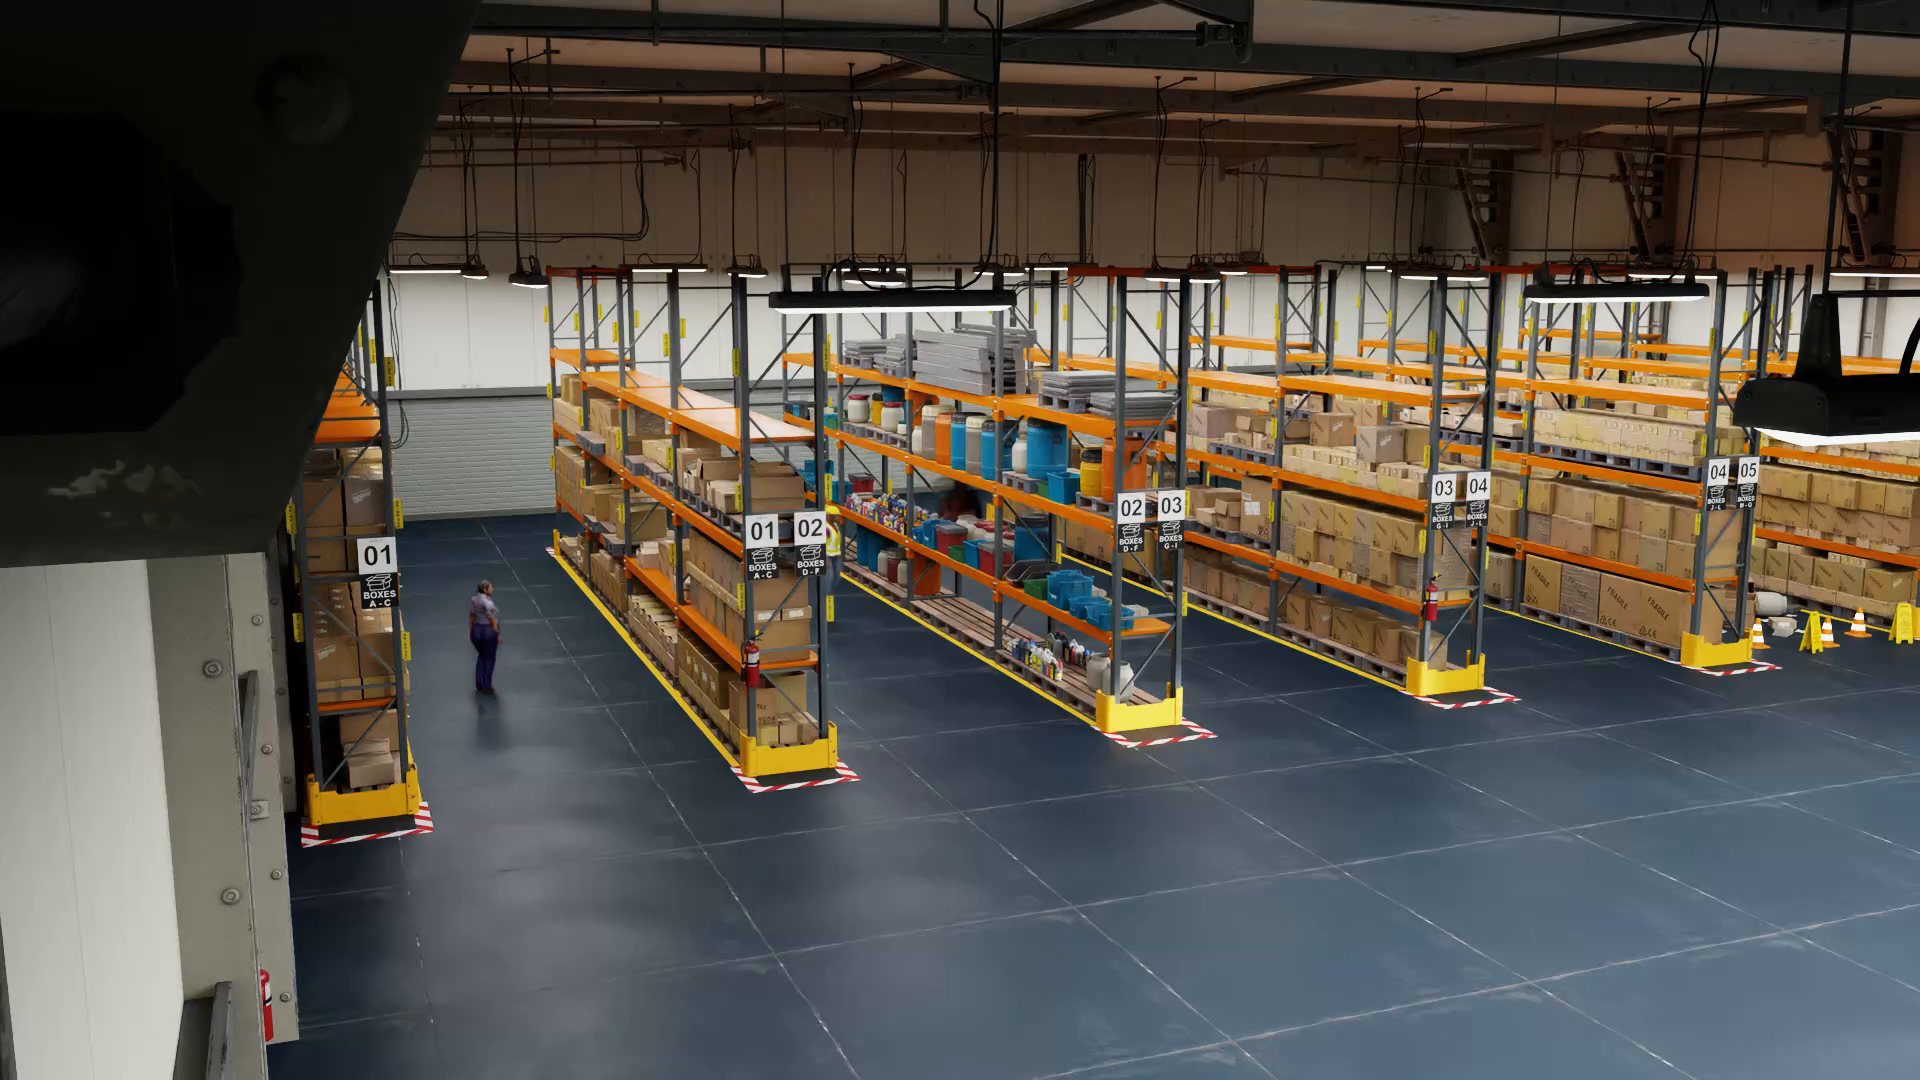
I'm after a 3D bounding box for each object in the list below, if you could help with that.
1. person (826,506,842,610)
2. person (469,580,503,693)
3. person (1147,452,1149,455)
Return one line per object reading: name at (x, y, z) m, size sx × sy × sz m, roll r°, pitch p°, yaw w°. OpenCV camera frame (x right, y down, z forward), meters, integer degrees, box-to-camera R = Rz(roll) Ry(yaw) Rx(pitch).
person at (-2.228, 0.315, 28.222) m, size 0.536 × 1.819 × 0.615 m, roll 8°, pitch 13°, yaw 38°
person at (-6.831, 1.392, 23.963) m, size 0.503 × 1.684 × 0.466 m, roll 3°, pitch 10°, yaw 15°
person at (4.374, -1.605, 40.822) m, size 0.869 × 1.758 × 0.726 m, roll -6°, pitch 11°, yaw -29°
